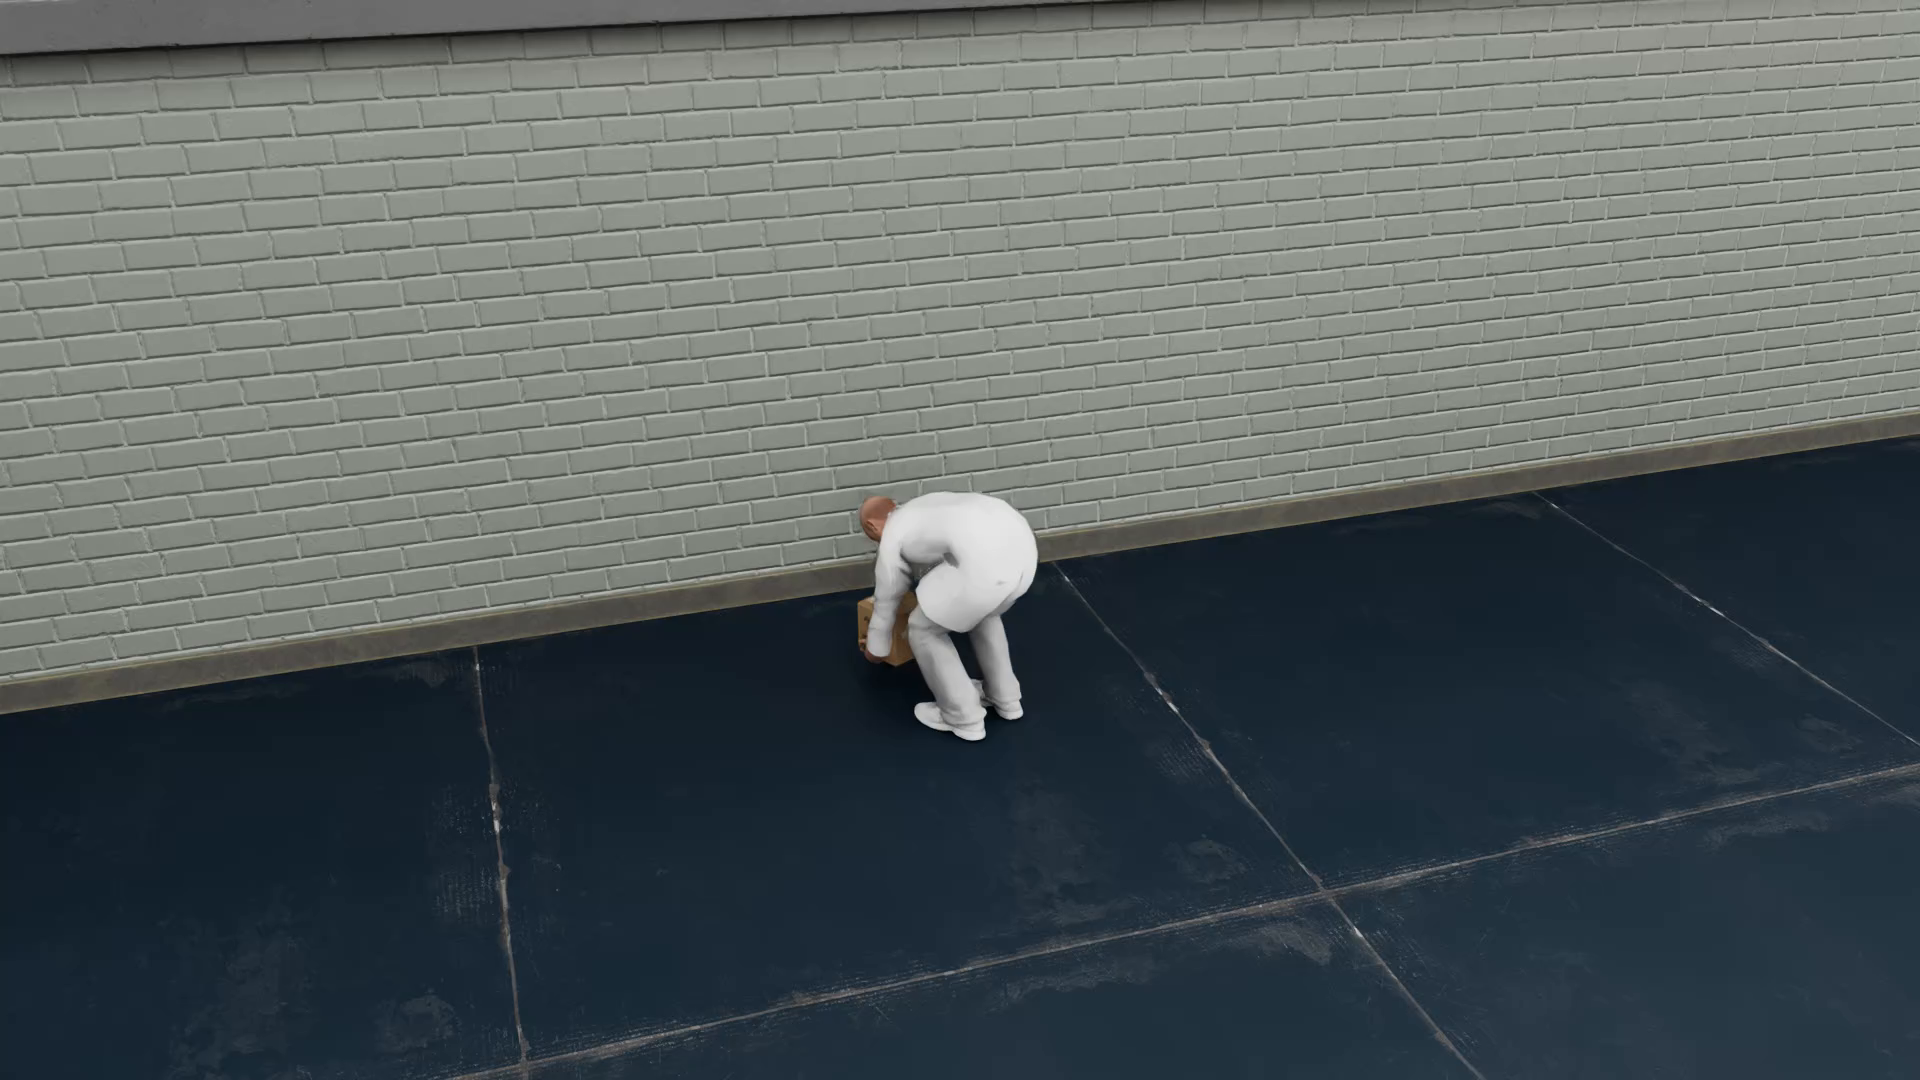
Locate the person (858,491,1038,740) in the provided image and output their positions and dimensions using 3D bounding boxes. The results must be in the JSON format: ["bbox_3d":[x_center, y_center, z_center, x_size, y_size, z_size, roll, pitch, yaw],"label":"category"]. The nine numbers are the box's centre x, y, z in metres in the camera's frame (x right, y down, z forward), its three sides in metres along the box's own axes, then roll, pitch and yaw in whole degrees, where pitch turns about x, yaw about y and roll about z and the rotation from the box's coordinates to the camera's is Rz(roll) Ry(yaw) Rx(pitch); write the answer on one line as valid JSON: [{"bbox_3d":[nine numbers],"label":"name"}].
[{"bbox_3d":[-0.089,0.264,7.401,0.947,1.065,0.584,21,33,36],"label":"person"}]
